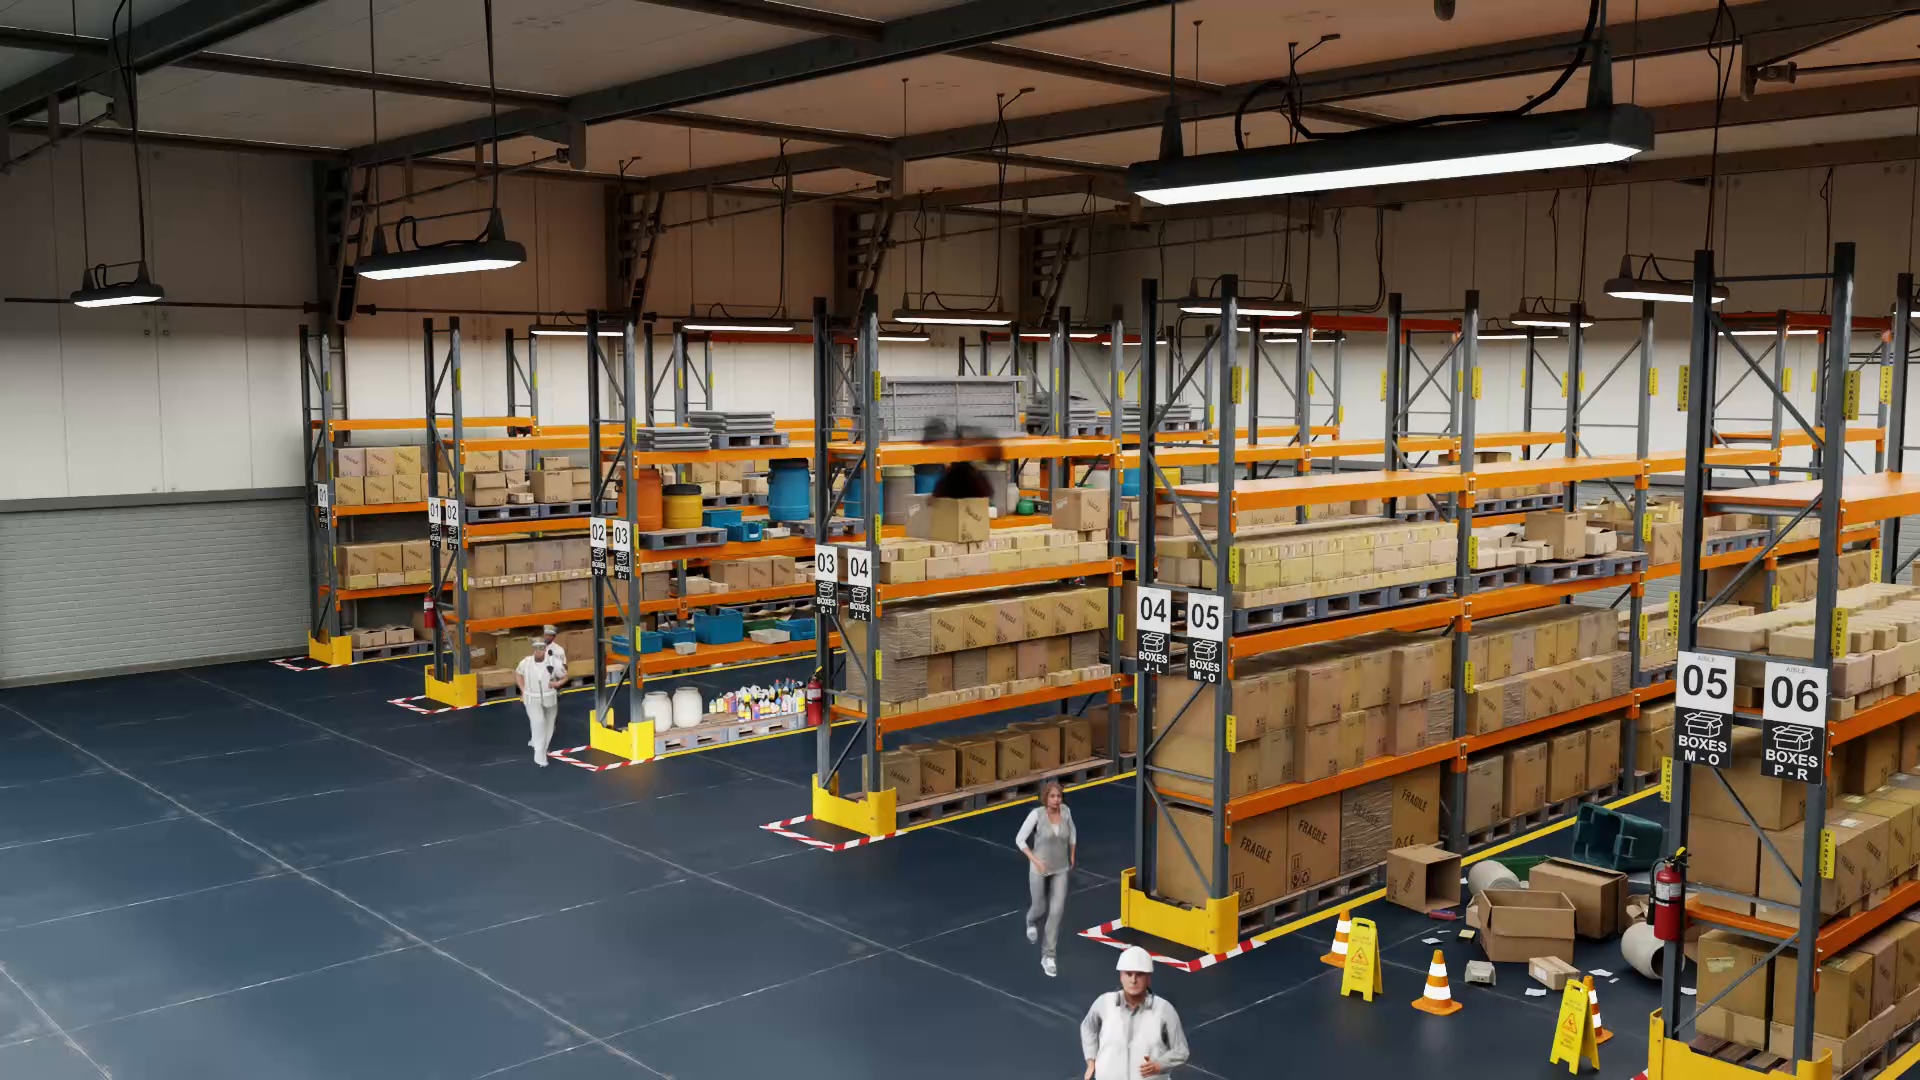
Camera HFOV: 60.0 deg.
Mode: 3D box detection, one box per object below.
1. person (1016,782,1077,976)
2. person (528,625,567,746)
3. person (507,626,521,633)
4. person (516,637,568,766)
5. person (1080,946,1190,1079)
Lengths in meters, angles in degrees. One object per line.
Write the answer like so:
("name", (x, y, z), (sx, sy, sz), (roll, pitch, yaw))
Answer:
("person", (0.747, 2.829, 14.221), (0.568, 1.583, 0.805), (-2, 6, -16))
("person", (-5.768, 2.005, 23.283), (0.617, 1.679, 0.683), (1, 6, 14))
("person", (-7.637, 1.429, 28.657), (0.941, 1.651, 0.607), (-5, 8, -42))
("person", (-5.358, 2.093, 21.386), (0.637, 1.744, 0.897), (-2, 6, -20))
("person", (1.028, 3.287, 9.903), (0.667, 1.750, 0.925), (1, 6, 10))
